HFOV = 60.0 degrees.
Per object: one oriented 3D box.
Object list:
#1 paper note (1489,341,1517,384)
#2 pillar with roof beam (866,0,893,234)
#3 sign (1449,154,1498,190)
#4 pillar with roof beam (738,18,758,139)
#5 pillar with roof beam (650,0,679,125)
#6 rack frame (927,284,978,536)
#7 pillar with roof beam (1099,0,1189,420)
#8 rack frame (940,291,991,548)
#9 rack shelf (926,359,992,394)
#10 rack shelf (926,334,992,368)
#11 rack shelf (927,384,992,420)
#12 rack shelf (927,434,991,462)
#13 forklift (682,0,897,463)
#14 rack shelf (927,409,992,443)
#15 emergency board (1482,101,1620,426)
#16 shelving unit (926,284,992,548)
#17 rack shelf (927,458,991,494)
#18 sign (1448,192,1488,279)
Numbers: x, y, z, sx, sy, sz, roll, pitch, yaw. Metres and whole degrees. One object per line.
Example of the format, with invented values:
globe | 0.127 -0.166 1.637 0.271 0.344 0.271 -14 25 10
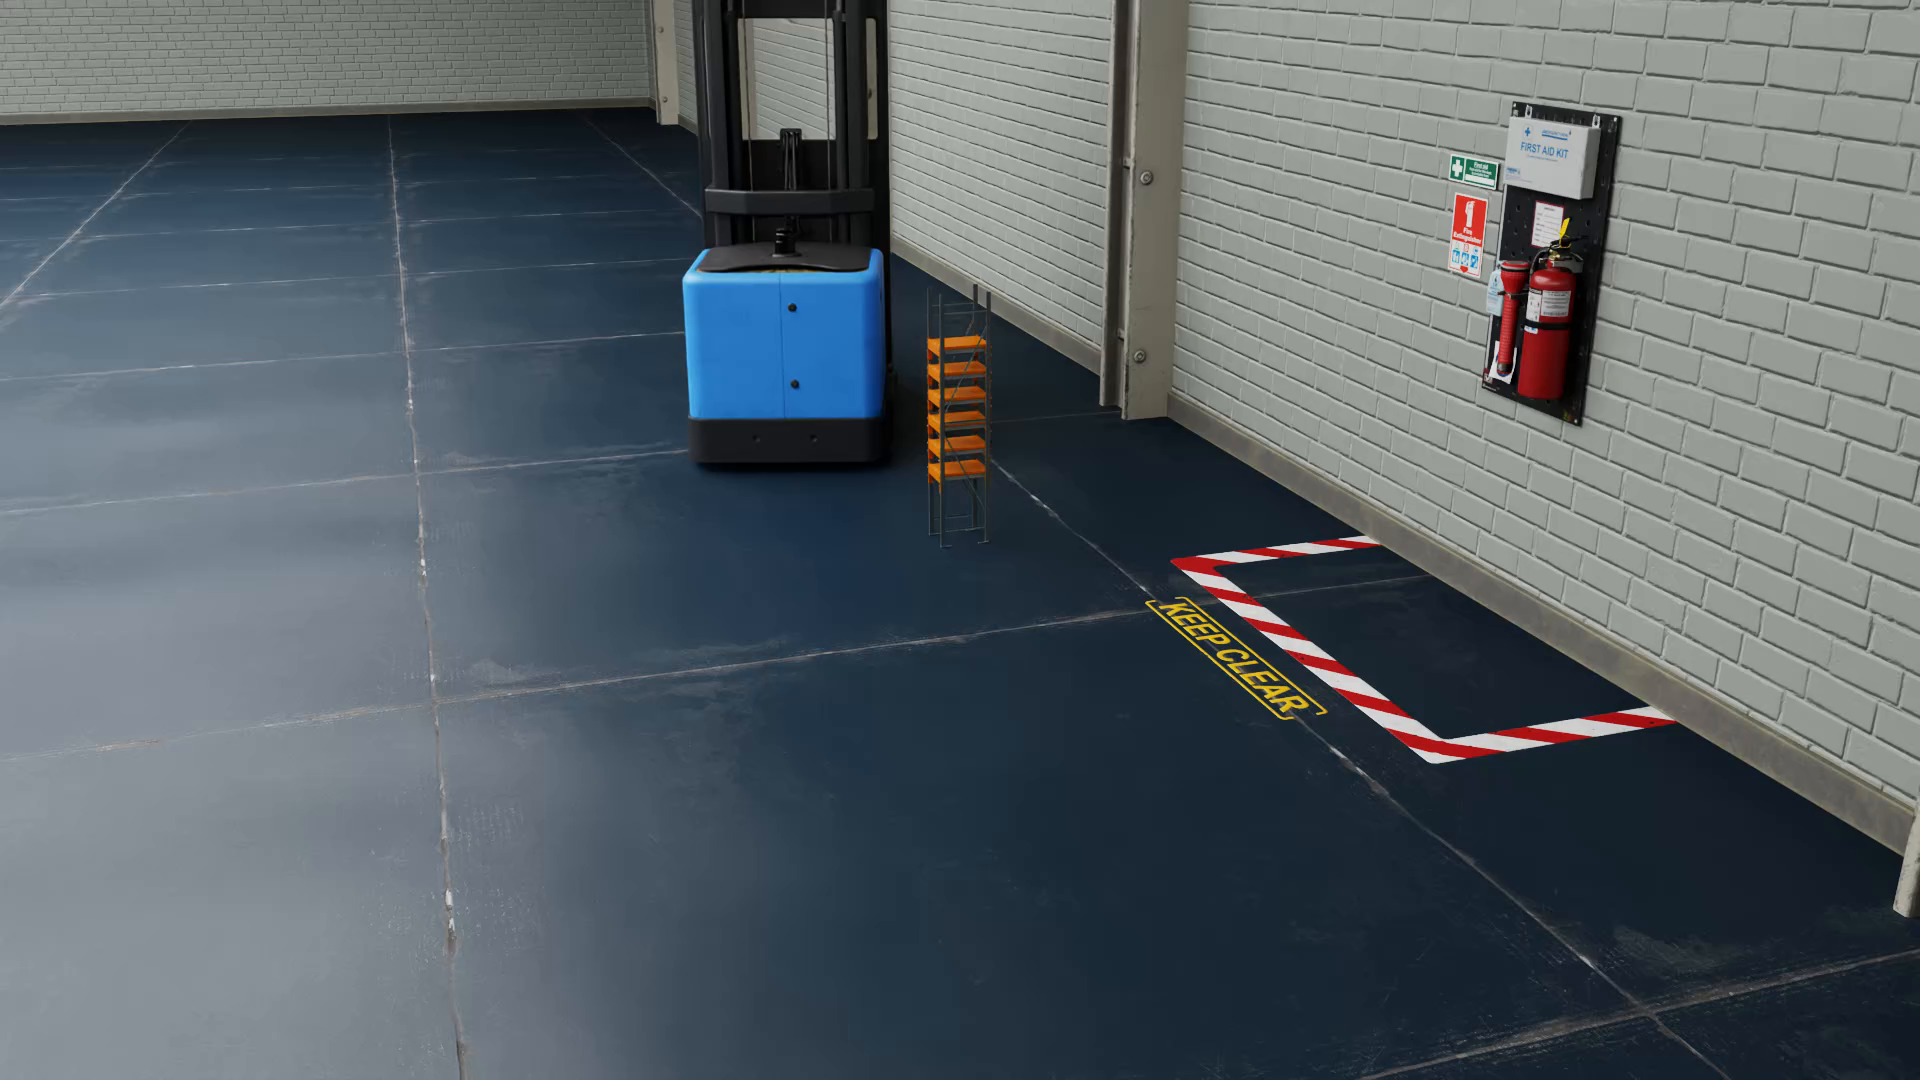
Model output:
paper note | 2.222 -0.728 6.808 0.016 0.148 0.142 -6 21 -17
pillar with roof beam | -4.906 -6.498 12.695 9.100 9.000 0.400 -6 21 -17
sign | 2.129 -1.530 6.902 0.001 0.109 0.331 -6 21 -17
pillar with roof beam | -6.792 -8.423 18.055 9.100 9.000 0.400 -6 21 -17
pillar with roof beam | -8.678 -10.349 23.416 9.100 9.000 0.400 -6 21 -17
rack frame | -0.033 -0.599 7.808 0.240 1.200 0.006 -6 21 -17
pillar with roof beam | -3.020 -4.572 7.334 9.100 9.000 0.400 -6 21 -17
rack frame | 0.024 -0.540 7.645 0.240 1.200 0.006 -6 21 -17
rack shelf | -0.005 -0.753 7.660 0.258 0.103 0.180 -6 21 -17
rack shelf | -0.005 -0.866 7.620 0.258 0.103 0.180 -6 21 -17
rack shelf | -0.005 -0.640 7.701 0.258 0.103 0.180 -6 21 -17
rack shelf | -0.005 -0.415 7.782 0.258 0.103 0.180 -6 21 -17
forklift | -0.954 -2.235 9.803 1.130 2.935 3.031 0 20 -1
rack shelf | -0.005 -0.528 7.742 0.258 0.103 0.180 -6 21 -17
emergency board | 2.212 -1.078 6.480 0.194 1.169 0.643 -6 21 -17
shelving unit | -0.005 -0.569 7.727 0.258 1.200 0.189 -6 21 -17
rack shelf | -0.005 -0.302 7.823 0.258 0.103 0.180 -6 21 -17
sign | 2.136 -1.283 6.999 0.001 0.329 0.234 -6 21 -17
